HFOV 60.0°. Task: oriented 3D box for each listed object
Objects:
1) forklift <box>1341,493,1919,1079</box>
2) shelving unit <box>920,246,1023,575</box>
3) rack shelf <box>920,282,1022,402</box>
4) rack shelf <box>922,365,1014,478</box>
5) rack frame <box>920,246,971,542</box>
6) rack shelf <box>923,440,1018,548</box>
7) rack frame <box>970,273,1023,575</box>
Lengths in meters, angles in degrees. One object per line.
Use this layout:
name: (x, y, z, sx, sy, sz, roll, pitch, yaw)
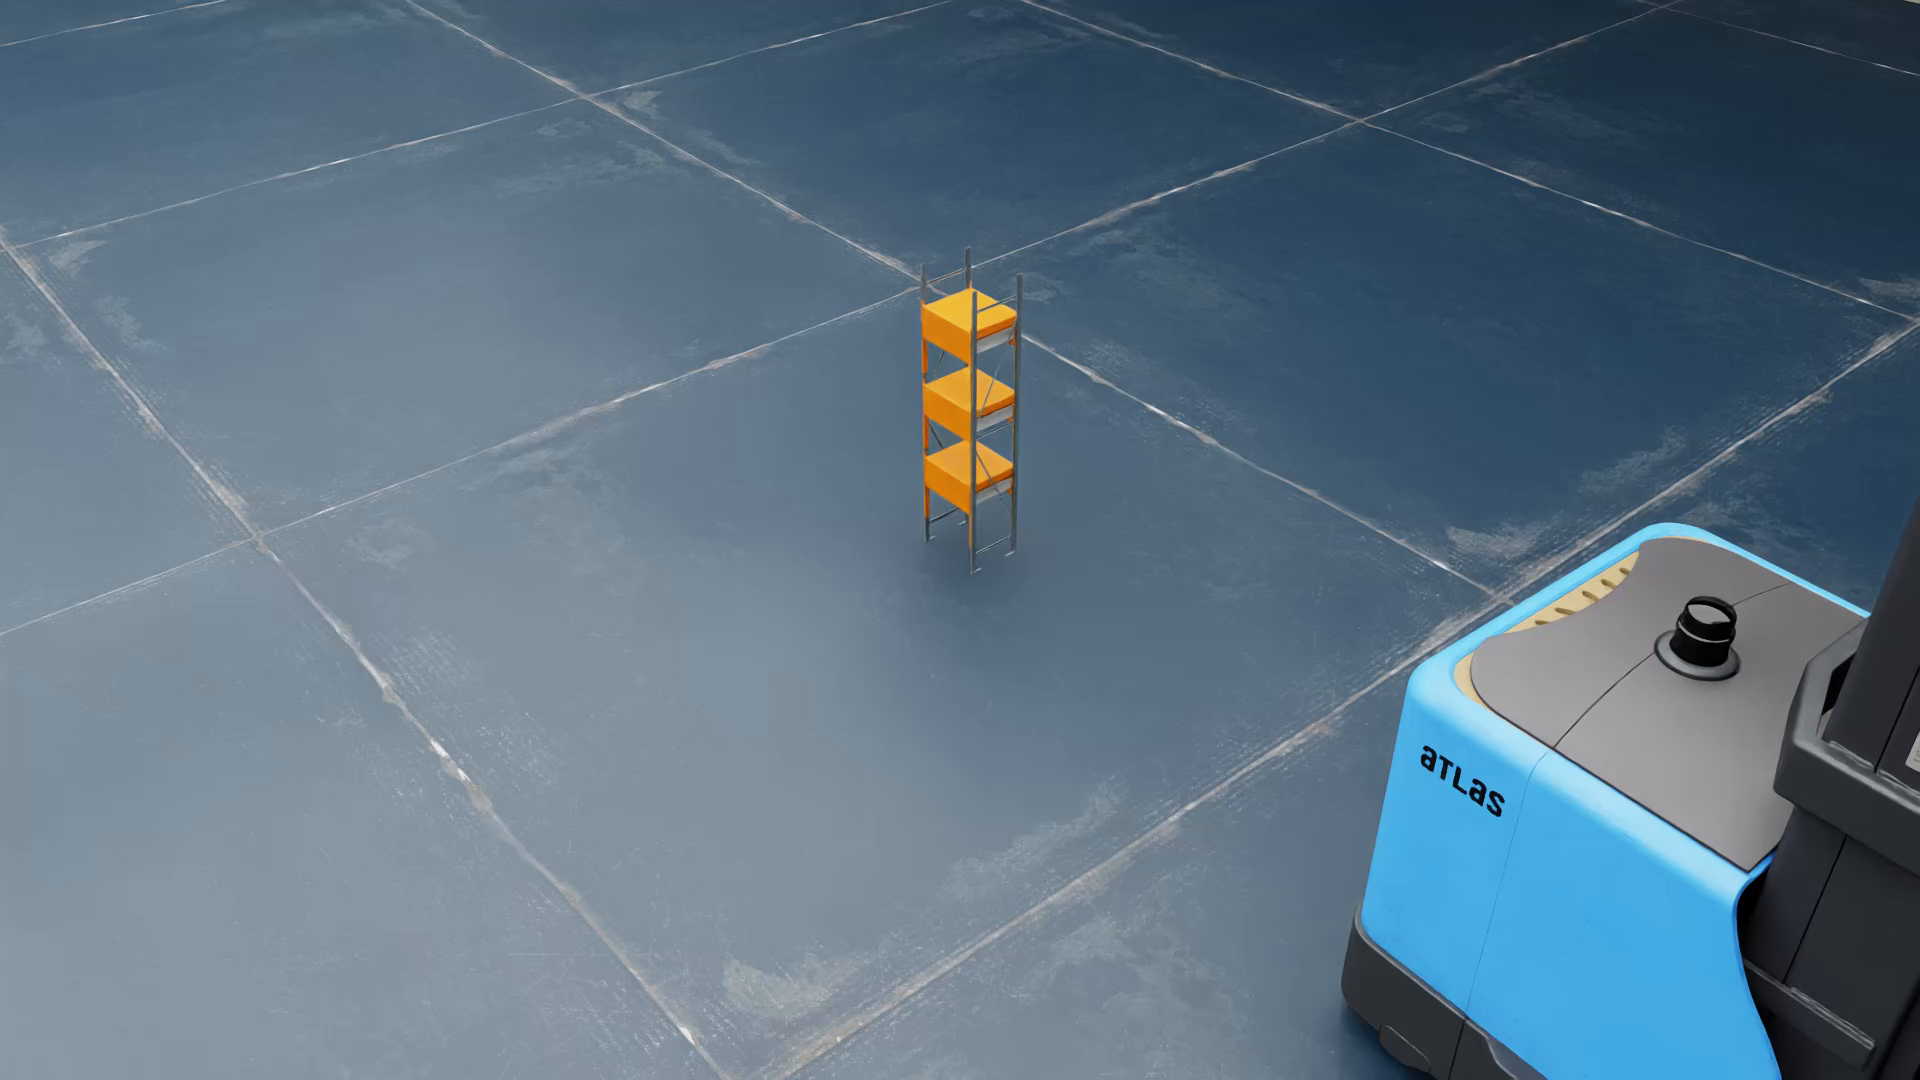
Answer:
forklift: (2.236, 0.457, 2.569, 1.130, 2.935, 3.031, -24, 42, -30)
shelving unit: (0.035, -0.405, 5.413, 0.215, 1.050, 0.252, -26, 43, -32)
rack shelf: (0.035, -0.628, 5.255, 0.215, 0.259, 0.240, -26, 43, -32)
rack shelf: (0.035, -0.396, 5.419, 0.215, 0.259, 0.240, -26, 43, -32)
rack frame: (-0.044, -0.459, 5.489, 0.200, 1.050, 0.008, -26, 43, -32)
rack shelf: (0.035, -0.169, 5.580, 0.215, 0.259, 0.240, -26, 43, -32)
rack frame: (0.113, -0.351, 5.337, 0.200, 1.050, 0.008, -26, 43, -32)
